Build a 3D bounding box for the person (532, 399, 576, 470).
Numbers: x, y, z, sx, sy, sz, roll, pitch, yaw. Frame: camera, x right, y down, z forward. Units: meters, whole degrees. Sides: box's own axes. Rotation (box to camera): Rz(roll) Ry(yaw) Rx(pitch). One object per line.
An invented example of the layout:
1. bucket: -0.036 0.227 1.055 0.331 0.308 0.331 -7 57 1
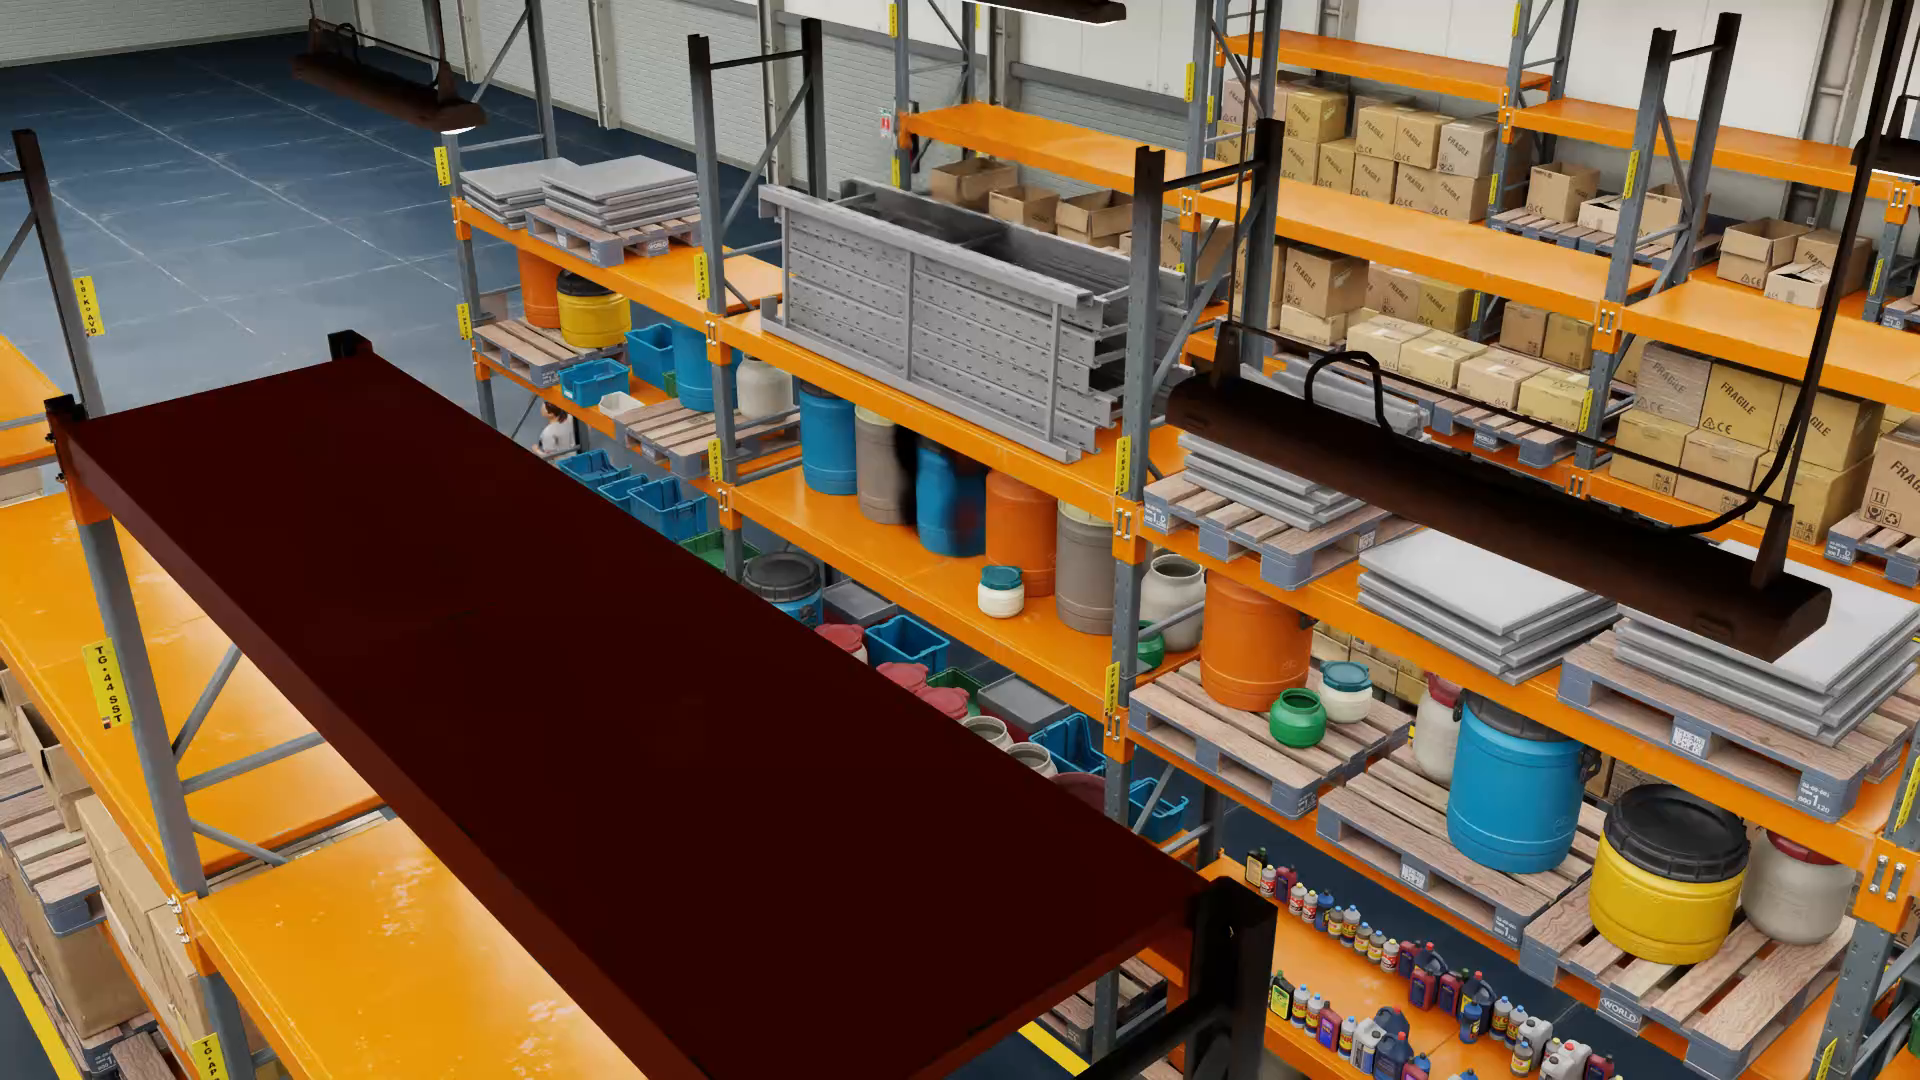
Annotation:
1. person: -4.076 -0.719 17.192 0.682 1.704 0.566 2 27 4
